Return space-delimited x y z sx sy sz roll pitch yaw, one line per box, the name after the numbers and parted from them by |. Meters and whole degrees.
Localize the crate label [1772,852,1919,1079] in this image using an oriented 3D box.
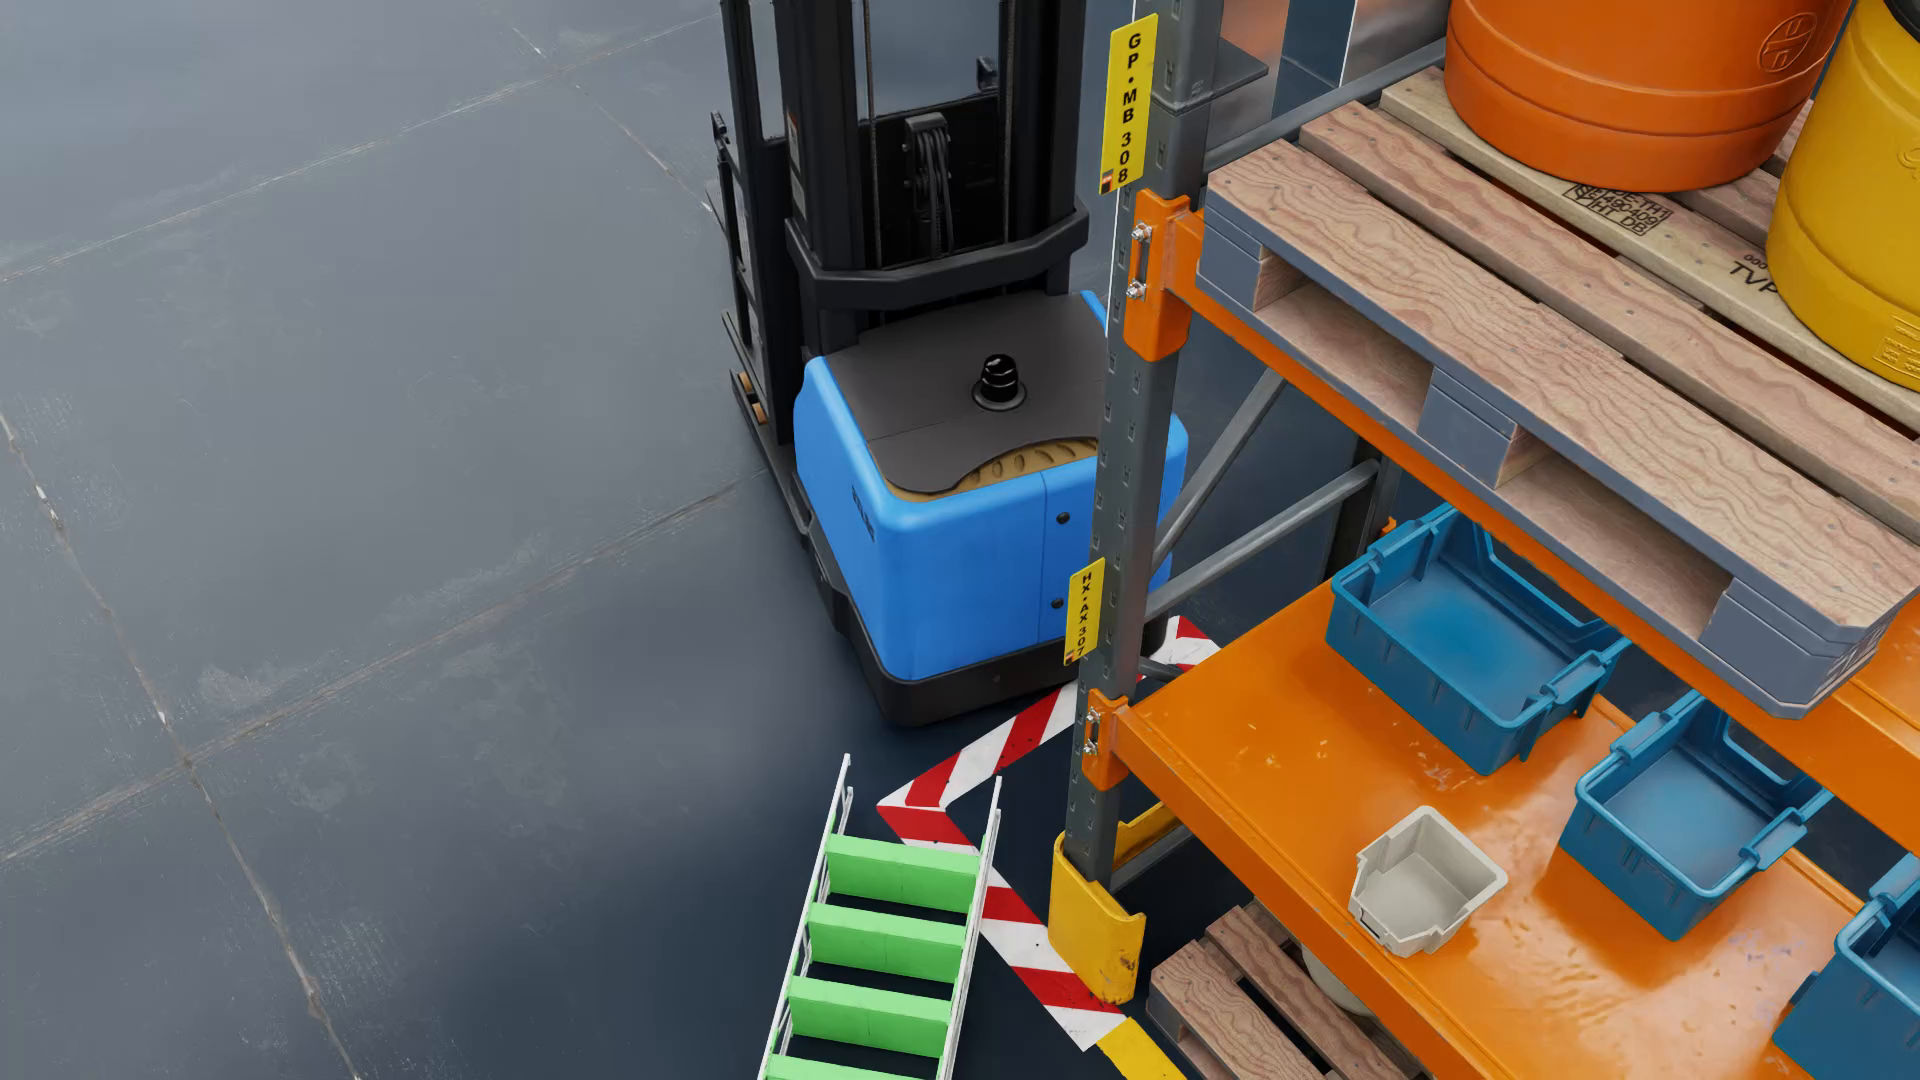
2.060 0.971 3.321 0.502 0.435 0.616 -29 54 -24 | crate label

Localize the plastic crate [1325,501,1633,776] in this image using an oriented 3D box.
1.271 0.230 4.117 0.499 0.251 0.616 -29 54 -24 | plastic crate

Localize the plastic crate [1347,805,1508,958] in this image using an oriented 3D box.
1.016 0.780 3.696 0.298 0.136 0.250 -29 54 -24 | plastic crate

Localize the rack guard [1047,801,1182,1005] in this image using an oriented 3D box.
0.813 0.883 5.112 1.175 0.500 0.348 -29 54 -24 | rack guard

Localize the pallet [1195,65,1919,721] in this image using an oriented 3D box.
1.153 -0.393 2.685 1.003 0.211 1.213 -29 54 -24 | pallet

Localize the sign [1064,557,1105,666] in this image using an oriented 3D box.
0.290 0.171 3.884 0.100 0.325 0.005 -29 54 -24 | sign

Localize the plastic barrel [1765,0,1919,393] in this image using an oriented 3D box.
1.521 -0.577 2.314 0.600 0.588 0.600 0 48 0 | plastic barrel

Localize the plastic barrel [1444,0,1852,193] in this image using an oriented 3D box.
1.125 -1.044 2.574 0.600 0.830 0.708 -29 54 -24 | plastic barrel

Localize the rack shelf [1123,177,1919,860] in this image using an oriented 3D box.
1.941 0.433 2.294 1.077 0.370 4.000 -29 54 -24 | rack shelf

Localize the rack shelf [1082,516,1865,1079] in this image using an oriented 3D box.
1.941 1.440 3.405 1.077 0.370 4.000 -29 54 -24 | rack shelf

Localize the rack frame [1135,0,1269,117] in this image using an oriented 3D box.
0.730 -1.996 1.985 1.000 3.000 0.127 -29 54 -24 | rack frame

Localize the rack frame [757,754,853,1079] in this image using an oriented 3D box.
-0.462 1.197 4.967 0.015 0.240 1.200 7 48 7 | rack frame

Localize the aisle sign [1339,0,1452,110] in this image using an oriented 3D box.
0.923 -1.030 3.404 0.394 0.787 0.004 -29 54 -24 | aisle sign

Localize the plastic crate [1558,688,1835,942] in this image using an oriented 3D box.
1.660 0.616 3.768 0.499 0.251 0.408 -29 54 -24 | plastic crate

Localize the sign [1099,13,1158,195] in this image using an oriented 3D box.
0.290 -0.747 2.872 0.100 0.325 0.005 -29 54 -24 | sign

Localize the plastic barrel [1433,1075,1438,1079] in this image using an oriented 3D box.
1.493 1.363 4.385 0.421 0.512 0.421 0 48 0 | plastic barrel

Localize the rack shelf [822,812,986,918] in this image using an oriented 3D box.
-0.168 1.006 5.139 0.480 0.258 0.148 7 48 7 | rack shelf

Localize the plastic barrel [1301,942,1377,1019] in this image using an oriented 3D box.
1.189 1.068 4.653 0.421 0.512 0.421 0 48 0 | plastic barrel

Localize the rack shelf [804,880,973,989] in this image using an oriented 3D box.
-0.210 1.182 4.980 0.480 0.258 0.148 7 48 7 | rack shelf

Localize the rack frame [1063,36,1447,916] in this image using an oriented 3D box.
0.730 0.019 4.208 1.000 3.000 0.127 -29 54 -24 | rack frame

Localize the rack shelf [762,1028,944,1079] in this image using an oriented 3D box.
-0.294 1.532 4.663 0.480 0.258 0.148 7 48 7 | rack shelf

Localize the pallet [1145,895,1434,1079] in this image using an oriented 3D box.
1.301 1.461 4.783 1.003 0.211 1.213 -29 54 -24 | pallet

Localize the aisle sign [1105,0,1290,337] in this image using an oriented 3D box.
0.453 -0.765 3.164 0.394 0.787 0.004 -29 54 -24 | aisle sign

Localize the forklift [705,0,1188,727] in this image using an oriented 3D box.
-0.275 -1.471 5.605 1.130 2.935 3.031 -16 50 -14 | forklift

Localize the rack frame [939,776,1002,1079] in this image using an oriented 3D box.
0.019 1.260 4.909 0.015 0.240 1.200 7 48 7 | rack frame

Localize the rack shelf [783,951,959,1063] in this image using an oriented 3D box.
-0.252 1.357 4.821 0.480 0.258 0.148 7 48 7 | rack shelf

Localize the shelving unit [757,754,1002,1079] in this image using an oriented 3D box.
-0.221 1.228 4.938 0.503 0.258 1.200 7 48 7 | shelving unit
